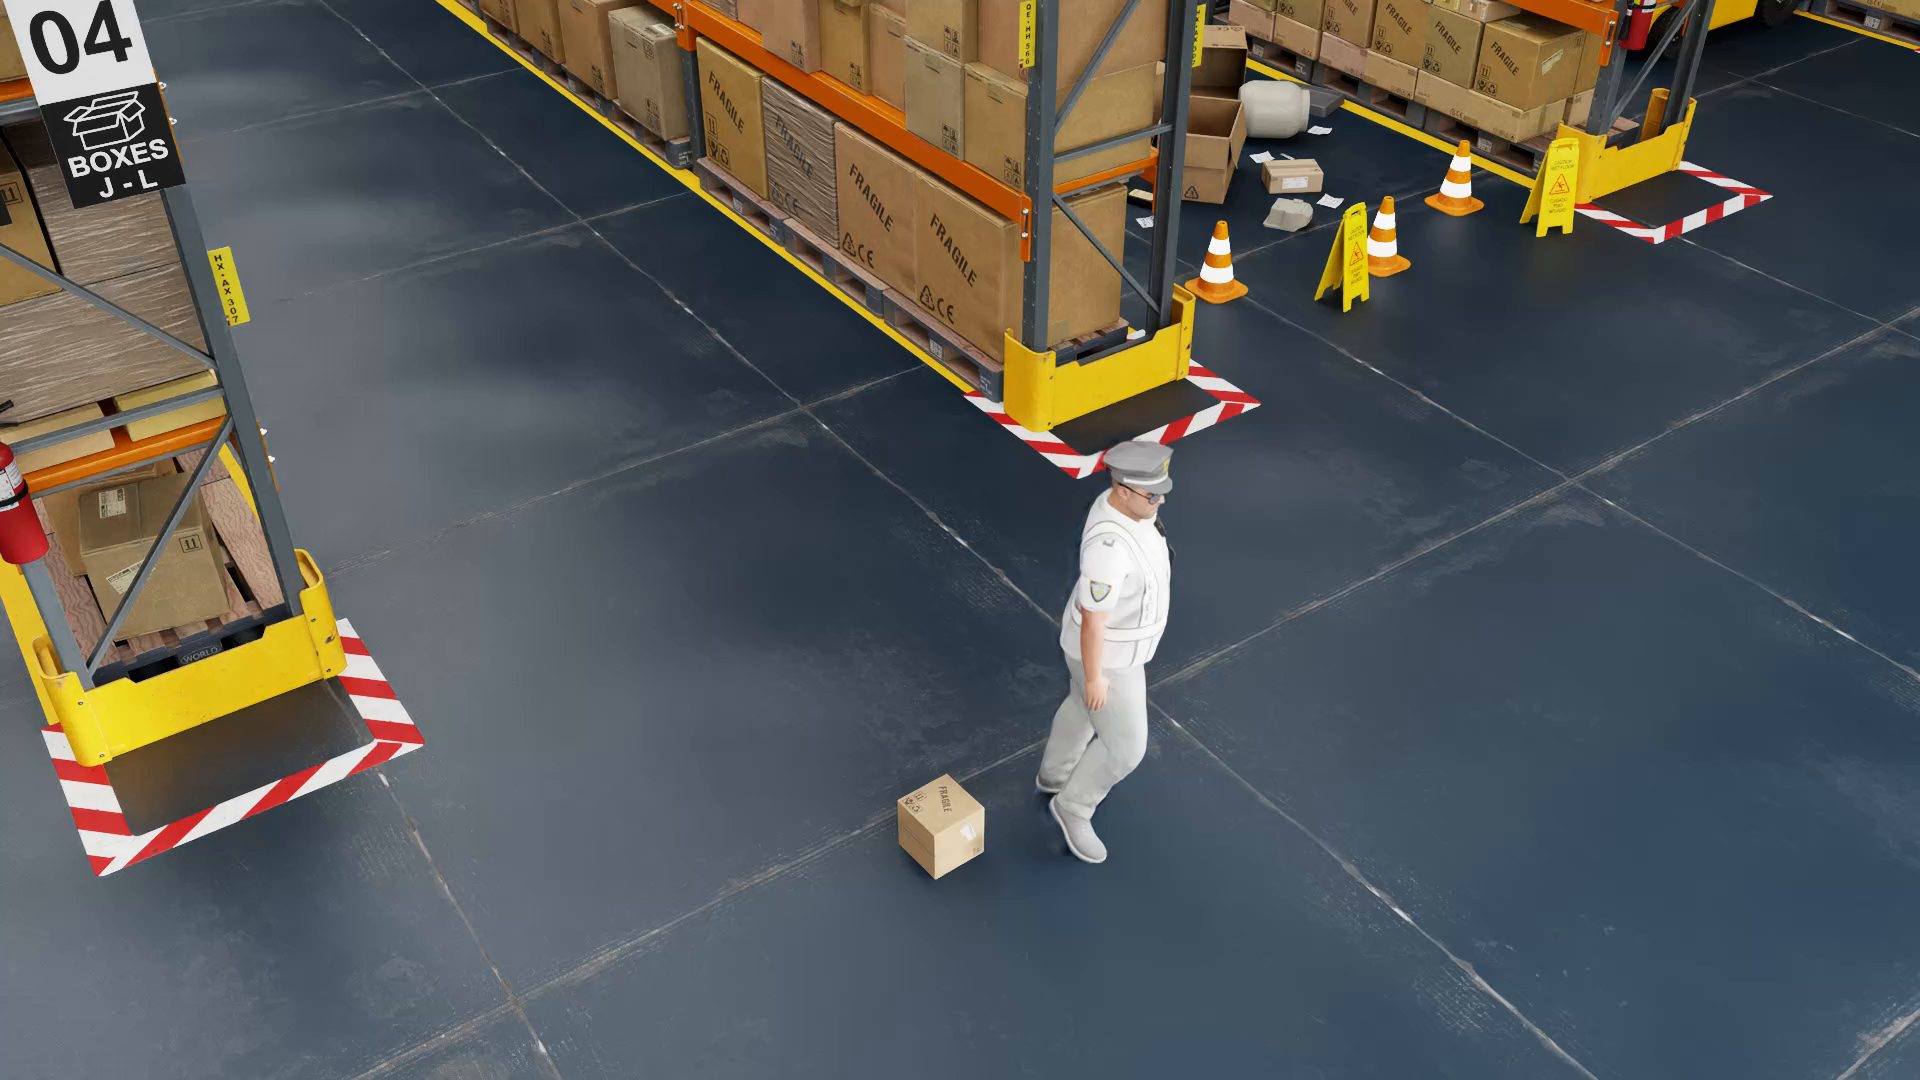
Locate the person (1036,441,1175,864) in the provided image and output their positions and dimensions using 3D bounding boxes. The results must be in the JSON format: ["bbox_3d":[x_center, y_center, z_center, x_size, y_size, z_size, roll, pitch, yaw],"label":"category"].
[{"bbox_3d":[0.555,0.413,6.437,0.473,1.763,0.633,6,37,8],"label":"person"}]
